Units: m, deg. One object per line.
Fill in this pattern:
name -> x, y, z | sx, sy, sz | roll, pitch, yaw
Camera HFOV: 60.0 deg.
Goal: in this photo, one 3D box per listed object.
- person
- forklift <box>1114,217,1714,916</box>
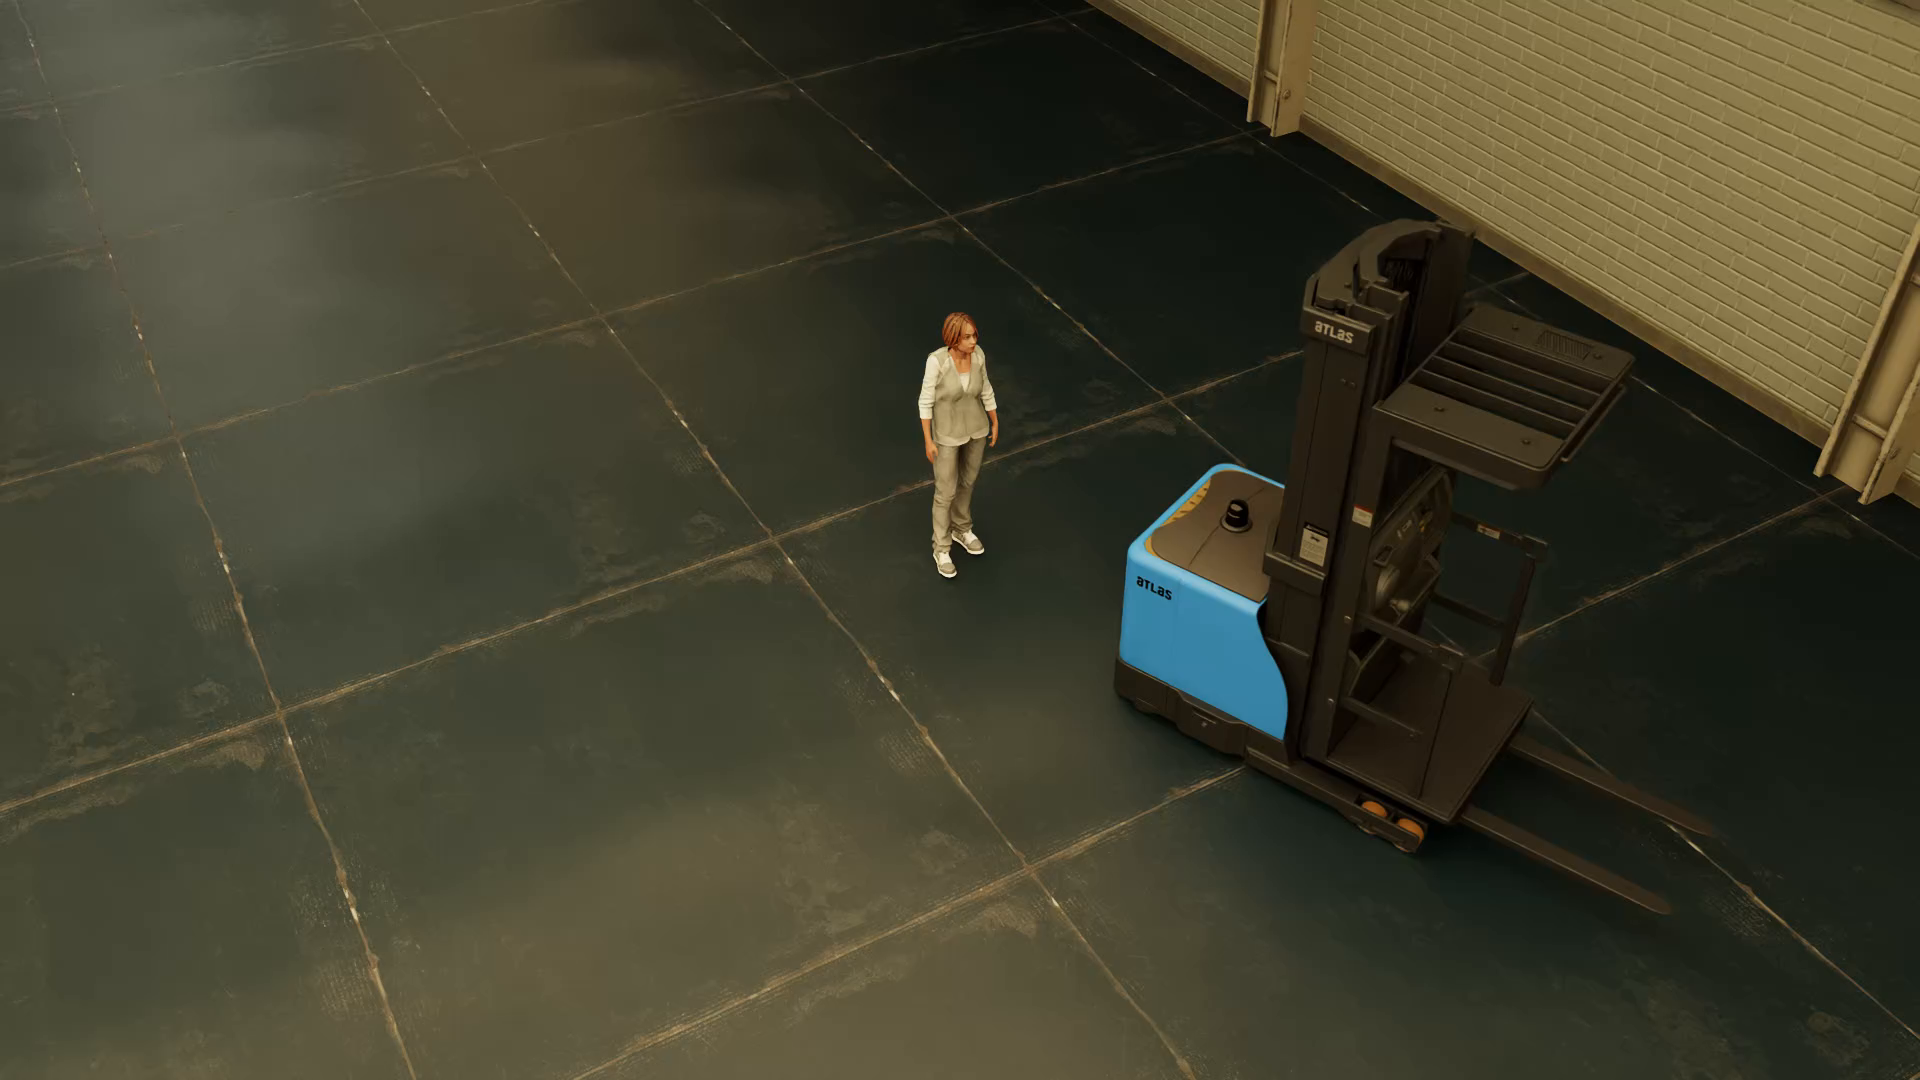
person -> 0.025, -0.575, 9.763 | 0.521, 1.596, 0.475 | -20, 44, -23
forklift -> 2.337, 0.063, 7.961 | 3.031, 2.935, 1.130 | 26, 46, 28
